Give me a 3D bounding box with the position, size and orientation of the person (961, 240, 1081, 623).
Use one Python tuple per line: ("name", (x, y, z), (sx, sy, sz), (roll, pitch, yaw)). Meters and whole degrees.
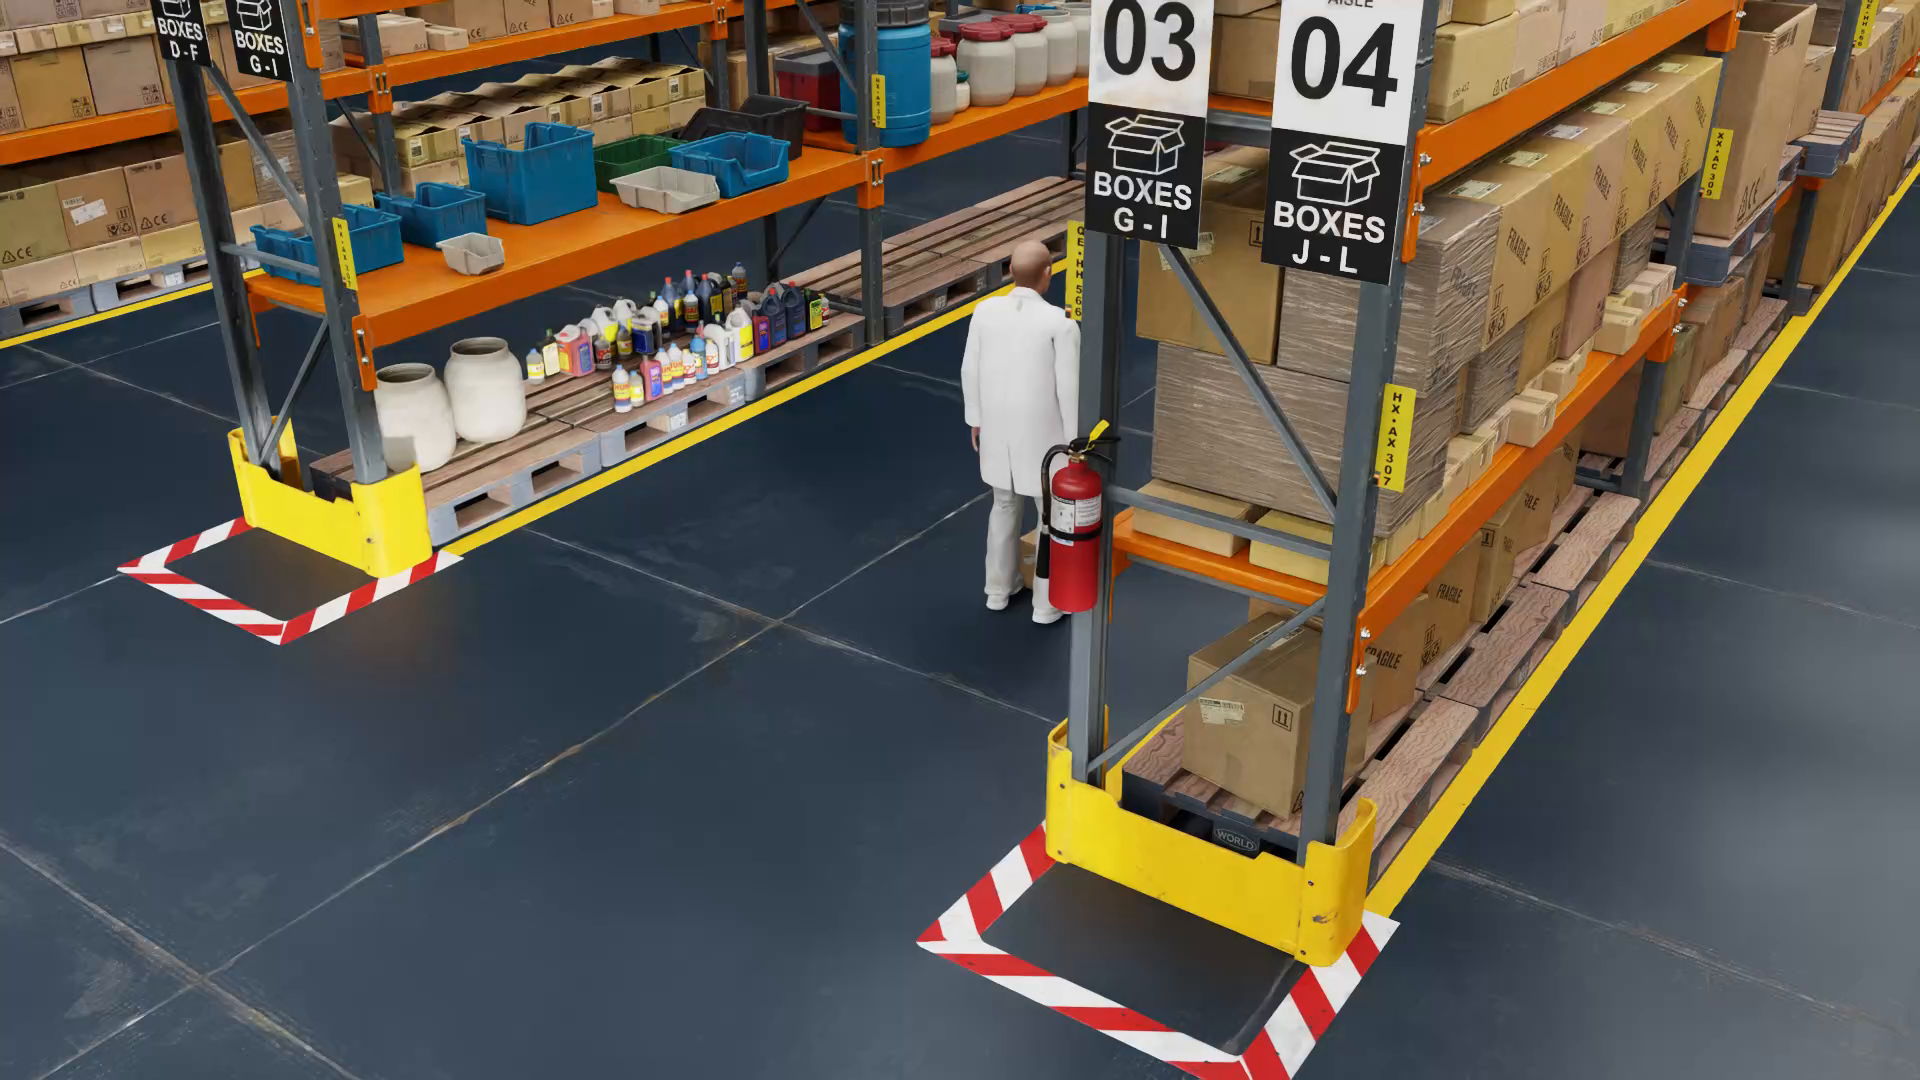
("person", (0.309, -0.489, 7.613), (0.642, 1.772, 0.428), (16, 31, 28))
